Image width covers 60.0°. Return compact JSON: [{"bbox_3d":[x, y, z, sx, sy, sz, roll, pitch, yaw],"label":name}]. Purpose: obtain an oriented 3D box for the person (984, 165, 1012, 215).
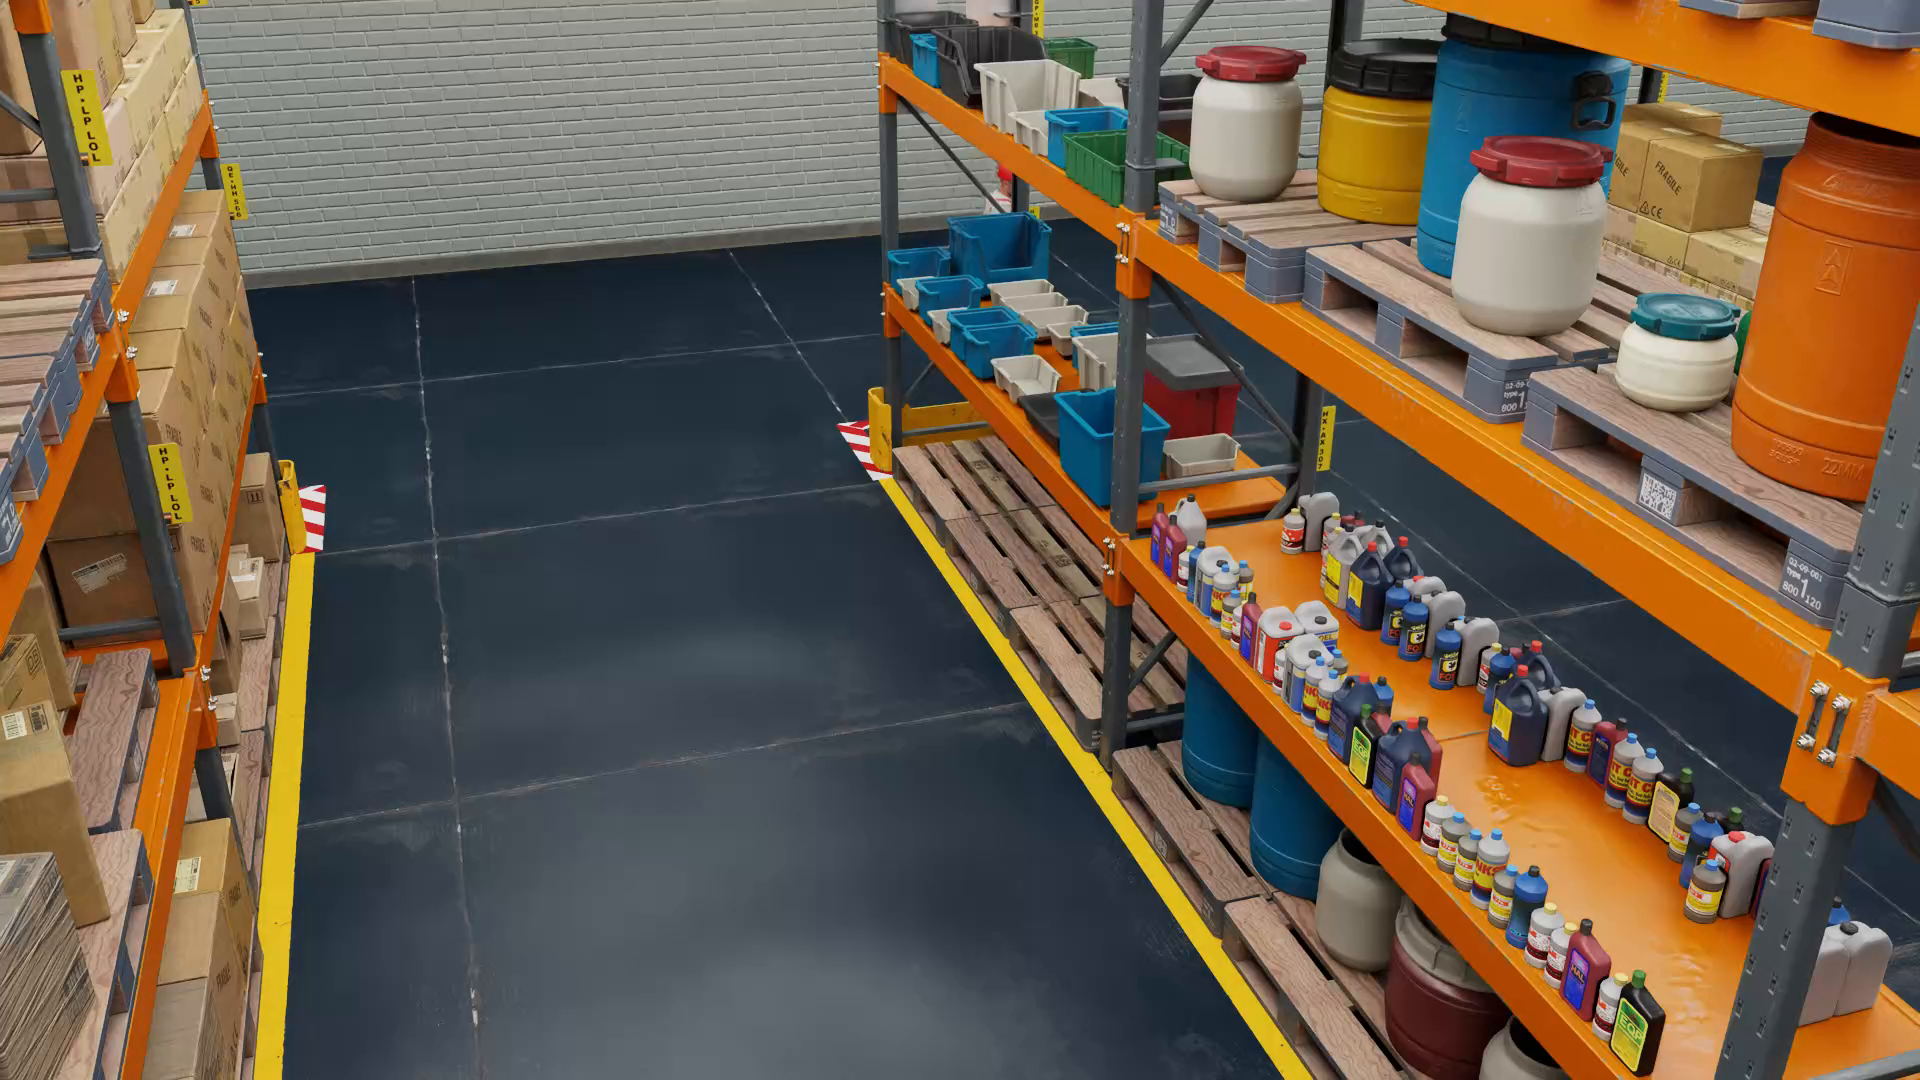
[{"bbox_3d":[0.401,-2.029,12.751,0.812,1.805,0.554,-6,27,-11],"label":"person"}]
